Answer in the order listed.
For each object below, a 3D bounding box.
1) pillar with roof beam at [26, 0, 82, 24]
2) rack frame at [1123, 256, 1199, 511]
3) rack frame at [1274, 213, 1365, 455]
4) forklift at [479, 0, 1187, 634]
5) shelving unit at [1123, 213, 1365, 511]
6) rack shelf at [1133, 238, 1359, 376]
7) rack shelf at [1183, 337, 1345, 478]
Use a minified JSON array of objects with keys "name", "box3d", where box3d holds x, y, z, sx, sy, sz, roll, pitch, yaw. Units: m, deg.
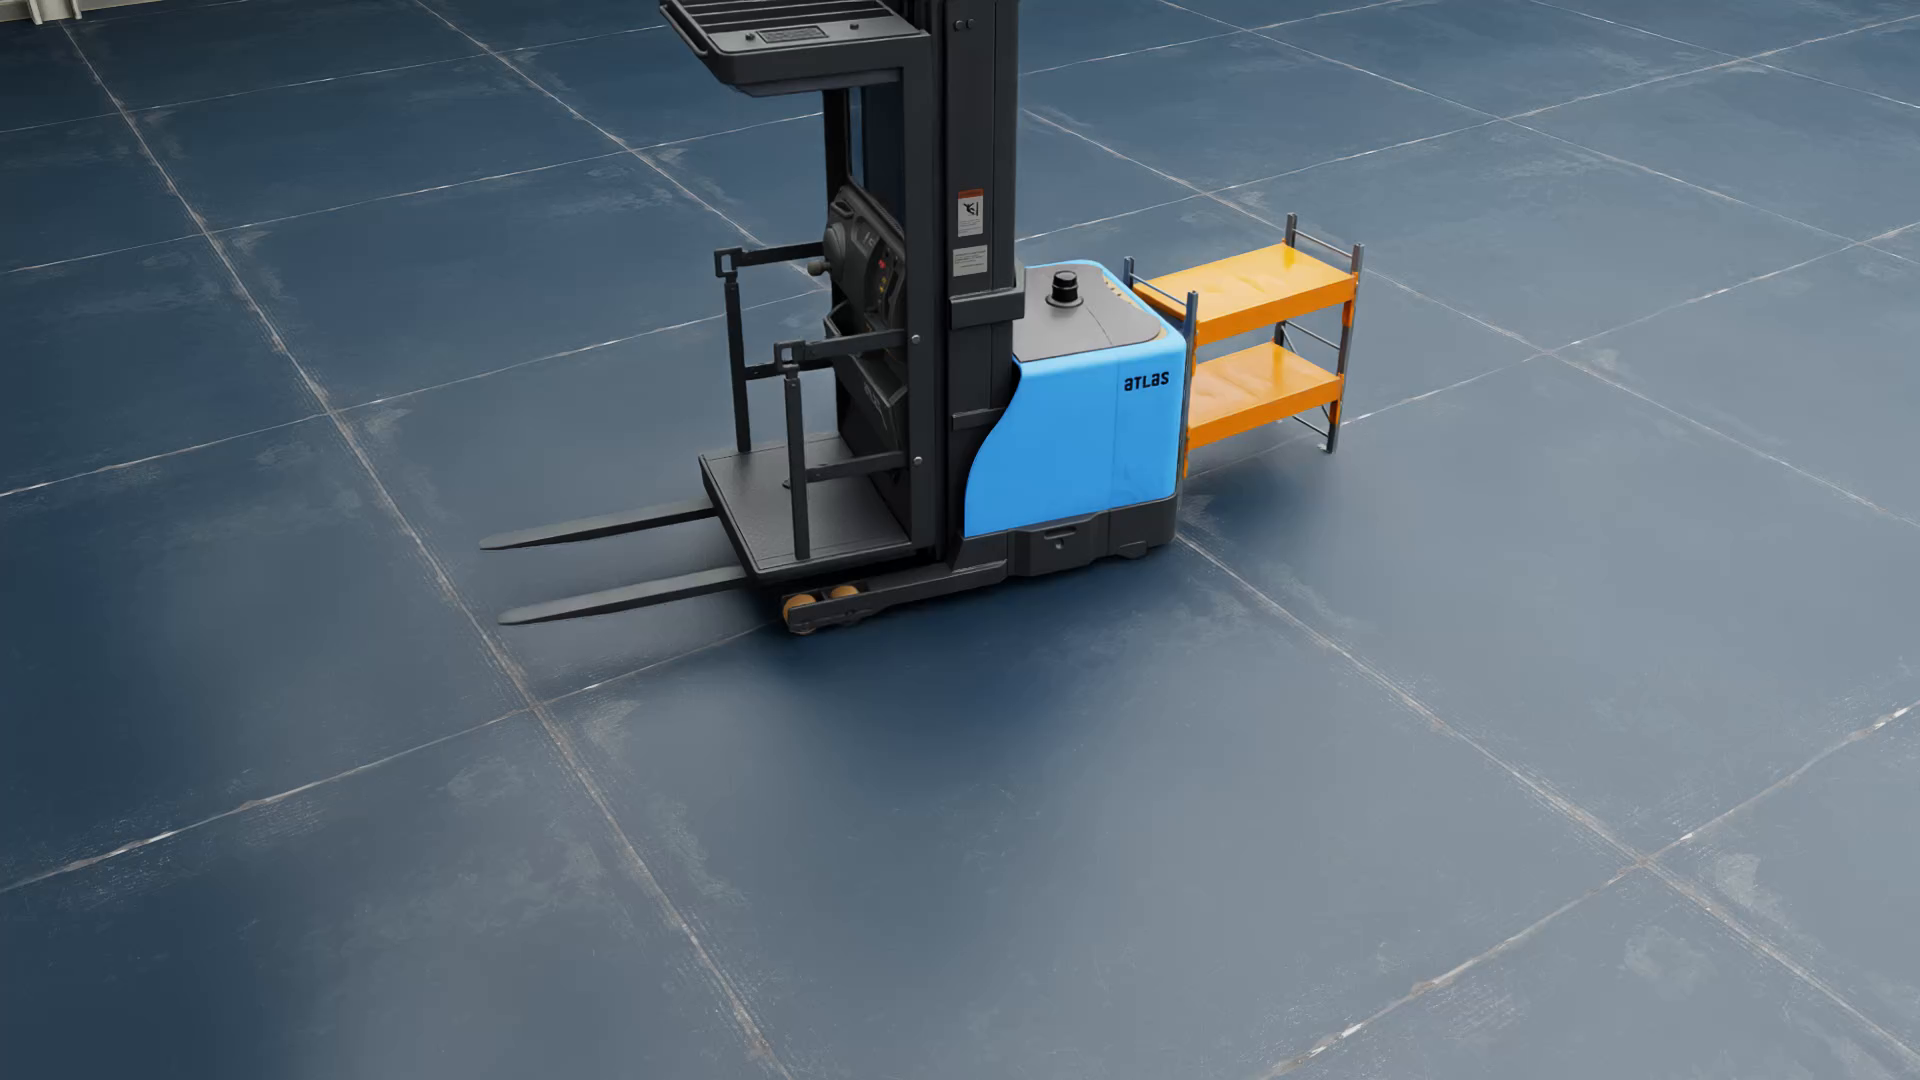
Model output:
[{"name":"pillar with roof beam","box3d":[-6.056,-6.726,9.978,0.400,9.000,9.100,-19,37,-27]},{"name":"rack frame","box3d":[0.911,-0.728,7.850,0.032,1.125,0.500,-19,37,-28]},{"name":"rack frame","box3d":[1.763,-1.024,8.320,0.032,1.125,0.500,-19,37,-28]},{"name":"forklift","box3d":[-0.583,-1.157,6.837,3.031,2.935,1.130,-11,34,-17]},{"name":"shelving unit","box3d":[1.337,-0.876,8.085,1.048,1.125,0.538,-19,37,-28]},{"name":"rack shelf","box3d":[1.337,-1.124,7.929,1.000,0.278,0.538,-19,37,-28]},{"name":"rack shelf","box3d":[1.337,-0.669,8.215,1.000,0.278,0.538,-19,37,-28]}]
